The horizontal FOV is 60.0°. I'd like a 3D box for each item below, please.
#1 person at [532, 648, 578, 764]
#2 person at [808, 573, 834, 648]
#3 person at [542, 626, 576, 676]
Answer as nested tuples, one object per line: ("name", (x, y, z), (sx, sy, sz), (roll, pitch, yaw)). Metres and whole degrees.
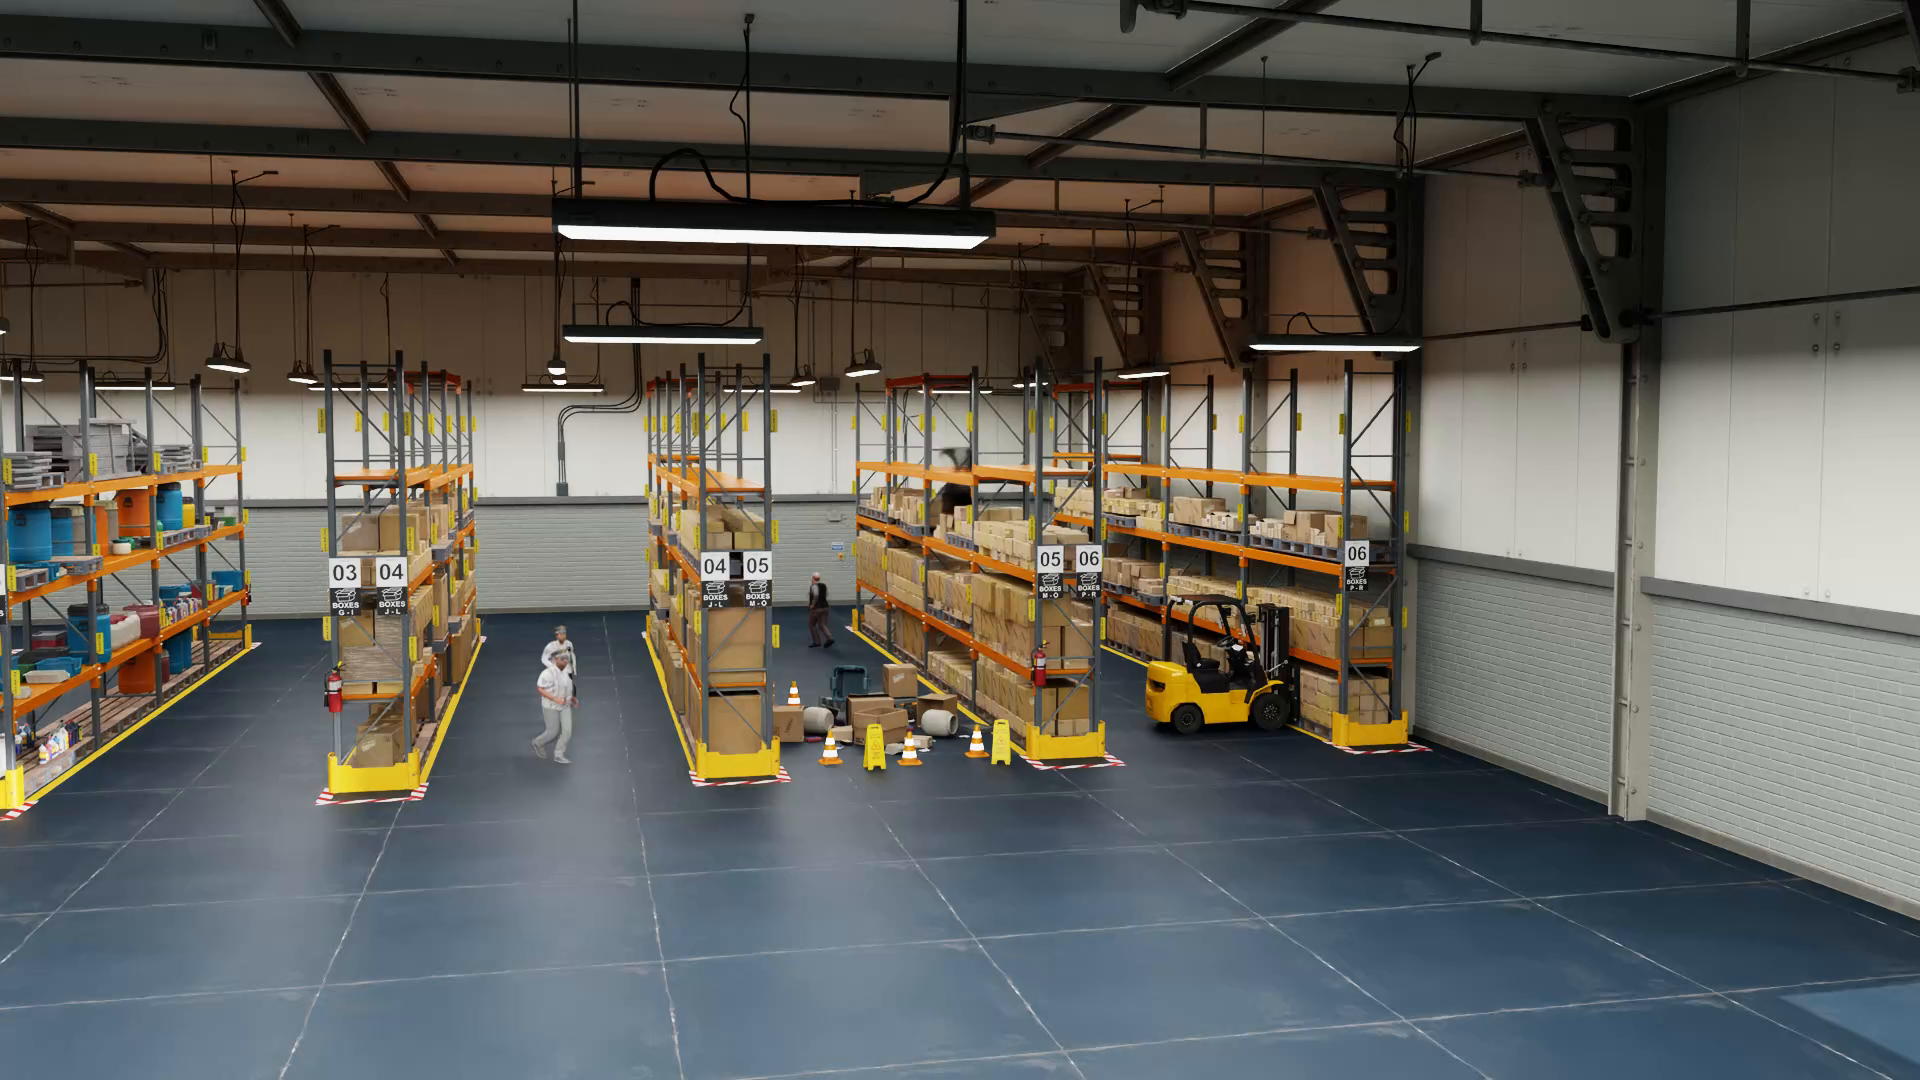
("person", (-6.013, 2.443, 24.597), (0.775, 1.726, 0.647), (3, 5, 40))
("person", (-3.056, 1.580, 36.977), (0.827, 1.694, 0.628), (3, 5, 41))
("person", (-6.783, 2.243, 28.102), (0.613, 1.639, 0.641), (-2, 5, -30))
